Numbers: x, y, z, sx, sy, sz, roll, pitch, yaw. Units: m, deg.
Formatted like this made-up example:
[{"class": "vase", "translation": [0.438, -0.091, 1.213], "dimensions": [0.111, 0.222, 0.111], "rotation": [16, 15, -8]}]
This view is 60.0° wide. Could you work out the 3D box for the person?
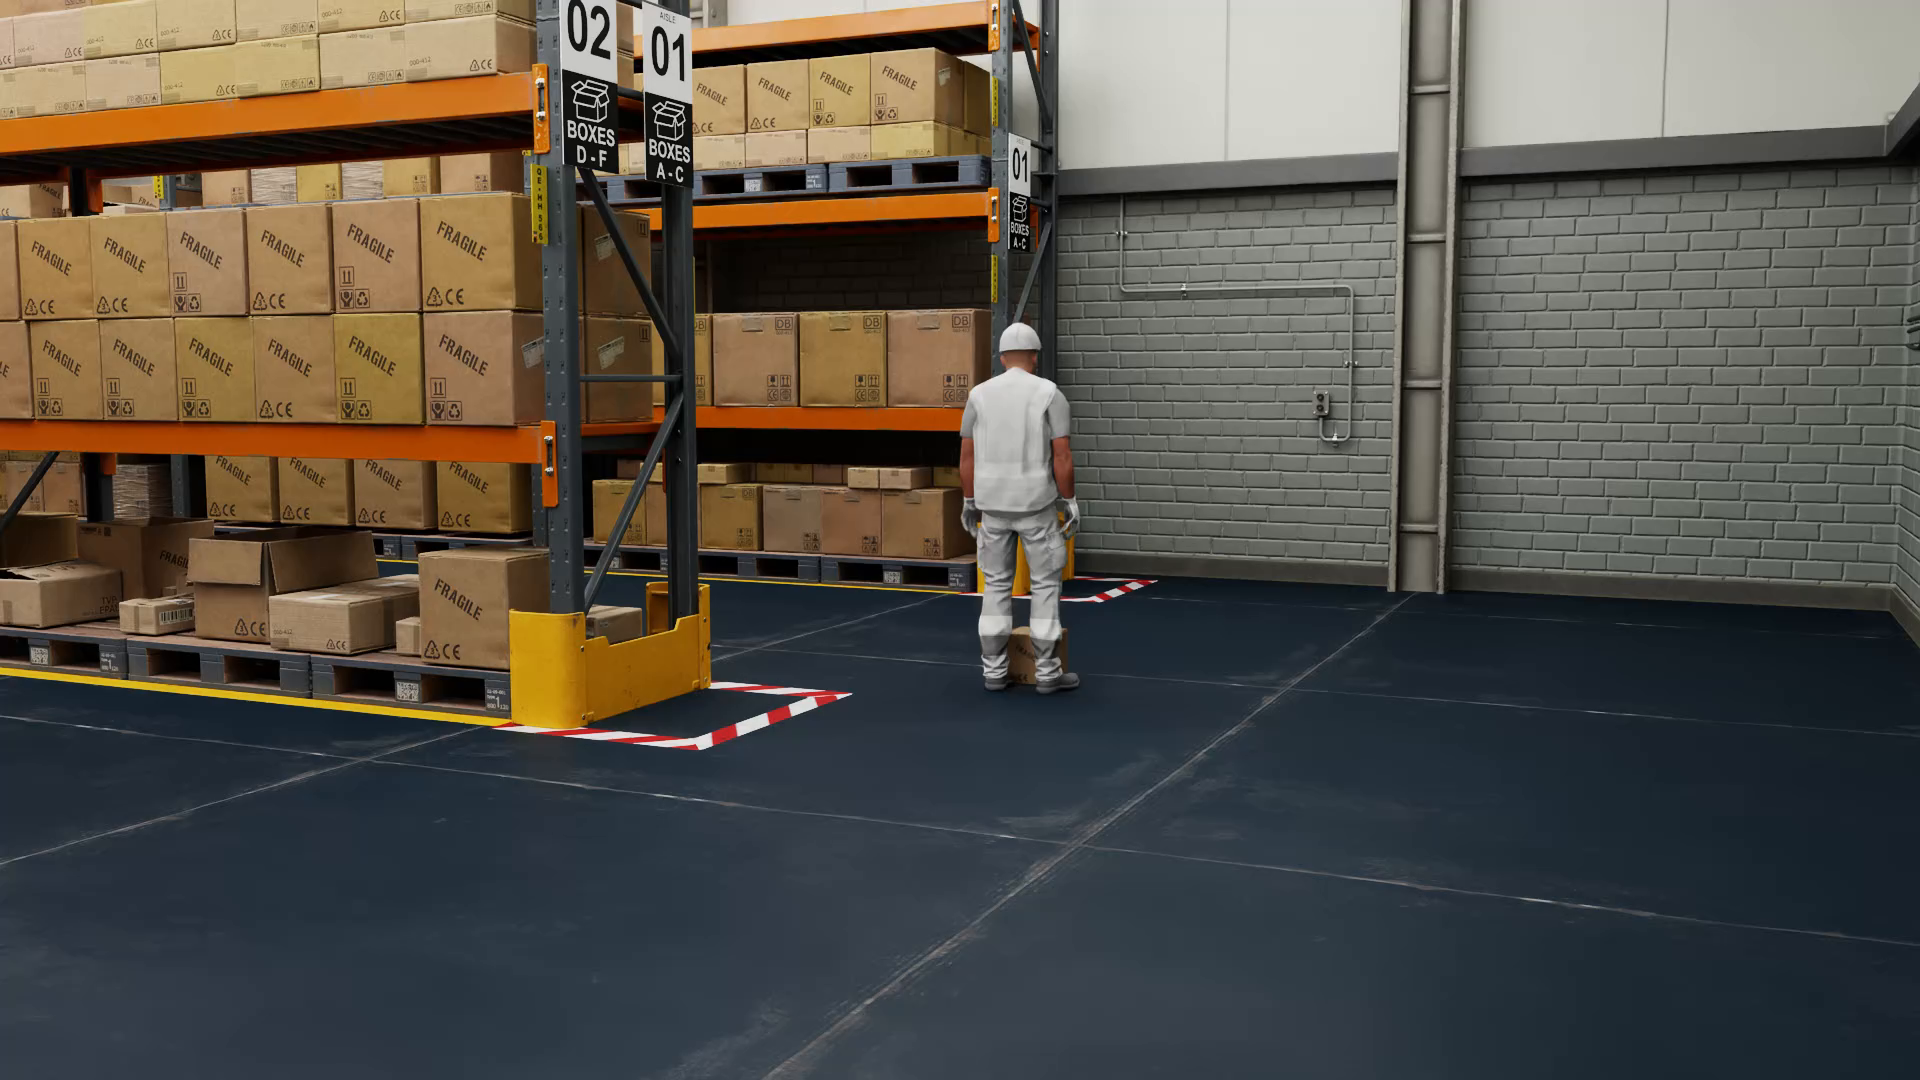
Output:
[{"class": "person", "translation": [0.290, -0.157, 8.057], "dimensions": [0.601, 1.775, 0.452], "rotation": [2, 6, 21]}]
